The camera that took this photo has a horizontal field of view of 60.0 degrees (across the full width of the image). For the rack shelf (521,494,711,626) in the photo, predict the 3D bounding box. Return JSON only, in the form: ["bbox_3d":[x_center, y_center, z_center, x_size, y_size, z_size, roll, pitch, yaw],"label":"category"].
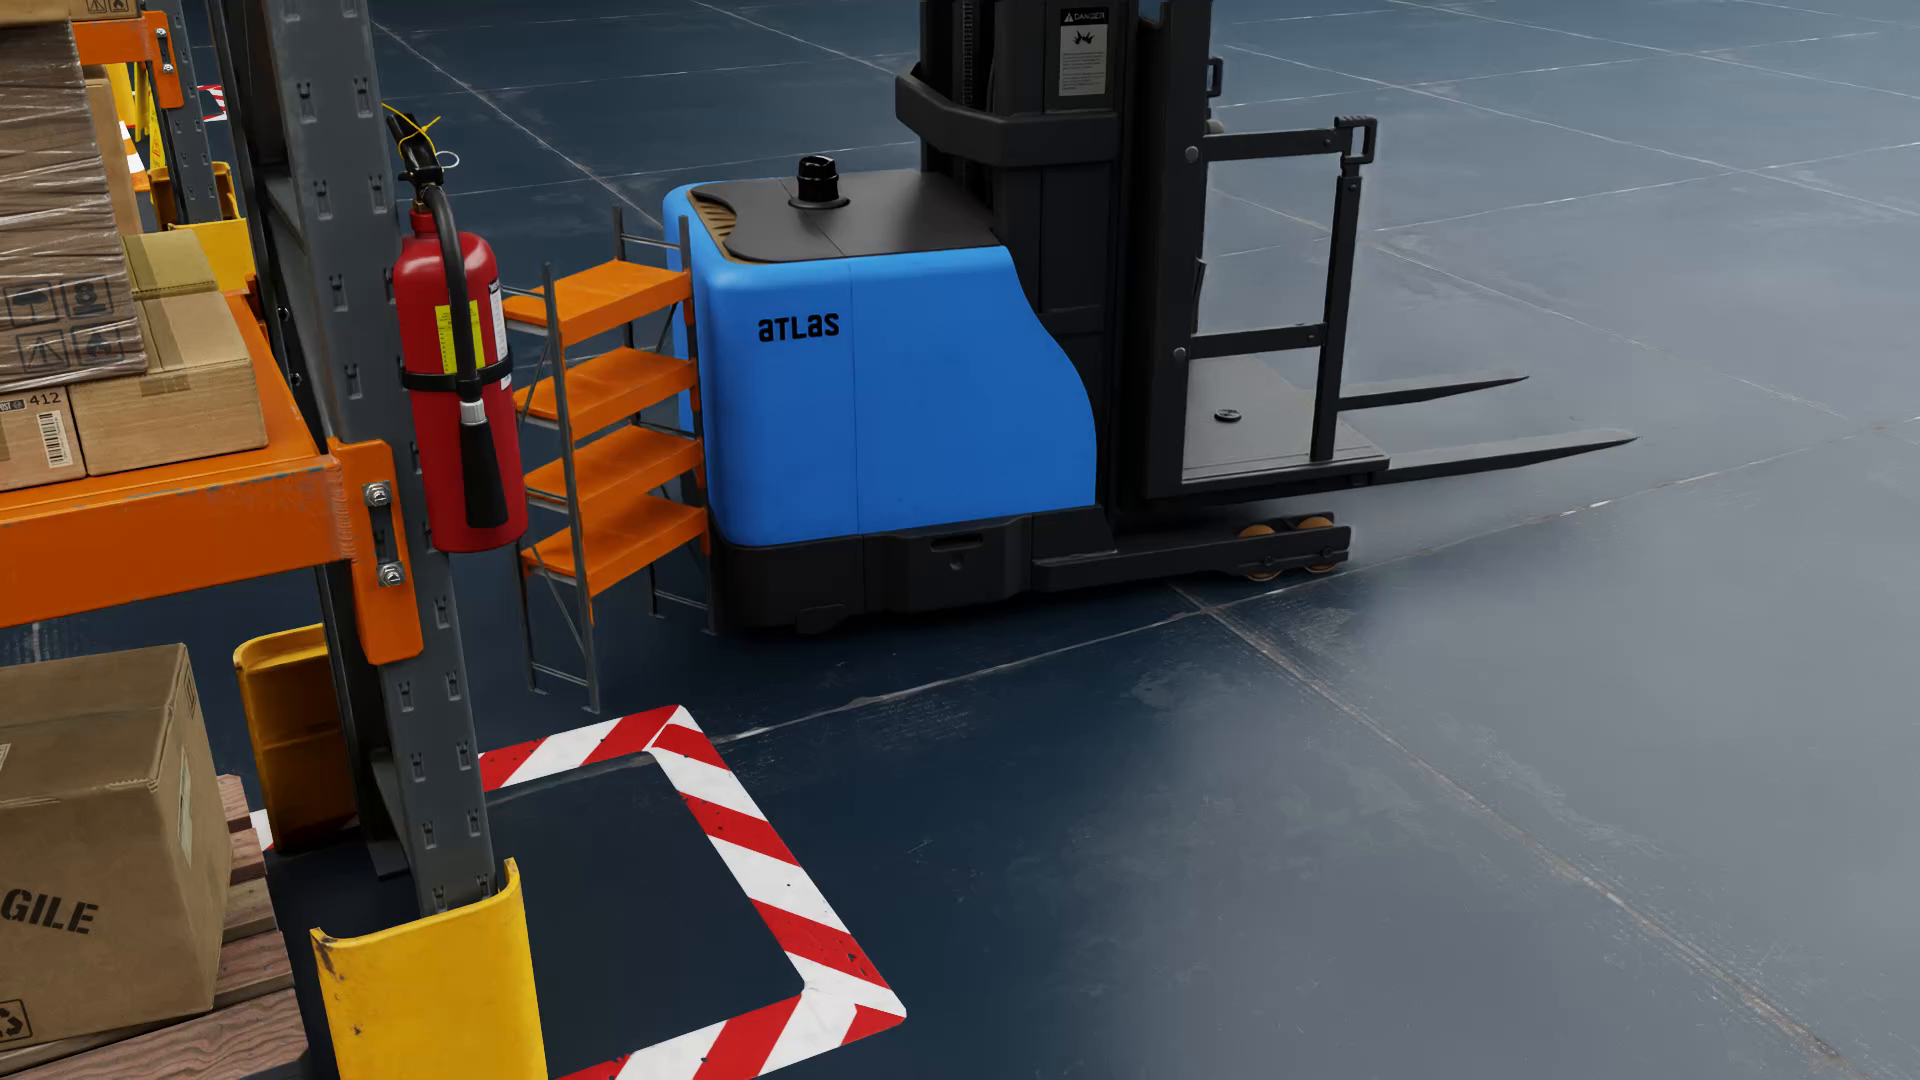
[{"bbox_3d":[-0.913,0.034,4.407,0.258,0.148,0.480,14,29,27],"label":"rack shelf"}]

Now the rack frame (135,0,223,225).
[{"bbox_3d":[-3.343,-2.418,6.821,0.127,3.000,1.000,-13,29,-25],"label":"rack frame"}]

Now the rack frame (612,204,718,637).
[{"bbox_3d":[-0.789,-0.297,4.481,0.240,1.200,0.015,14,29,27],"label":"rack frame"}]

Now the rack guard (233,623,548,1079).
[{"bbox_3d":[-1.165,0.639,3.342,0.348,0.500,1.175,-13,29,-25],"label":"rack guard"}]

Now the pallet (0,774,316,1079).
[{"bbox_3d":[-1.898,0.921,3.088,1.213,0.211,1.003,-13,29,-25],"label":"pallet"}]

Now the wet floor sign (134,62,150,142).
[{"bbox_3d":[-5.090,-2.857,10.455,0.232,0.644,0.267,-4,26,-7],"label":"wet floor sign"}]

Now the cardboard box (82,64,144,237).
[{"bbox_3d":[-3.910,-1.486,6.850,0.875,0.875,0.875,-13,28,-25],"label":"cardboard box"}]

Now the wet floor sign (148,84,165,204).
[{"bbox_3d":[-4.249,-2.119,8.918,0.232,0.644,0.267,-19,31,-34],"label":"wet floor sign"}]

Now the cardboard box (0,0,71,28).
[{"bbox_3d":[-1.467,-0.927,2.101,0.500,0.500,0.500,-13,29,-25],"label":"cardboard box"}]

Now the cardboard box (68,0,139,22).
[{"bbox_3d":[-3.649,-2.393,6.595,0.550,0.550,0.875,-13,29,-25],"label":"cardboard box"}]

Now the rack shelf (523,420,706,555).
[{"bbox_3d":[-0.913,-0.145,4.321,0.258,0.148,0.480,14,29,27],"label":"rack shelf"}]

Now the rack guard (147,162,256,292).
[{"bbox_3d":[-3.322,-1.296,7.373,0.348,0.500,1.175,-13,29,-25],"label":"rack guard"}]

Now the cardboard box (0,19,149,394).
[{"bbox_3d":[-1.596,-0.581,2.536,0.500,0.500,0.875,-13,29,-25],"label":"cardboard box"}]

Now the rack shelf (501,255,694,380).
[{"bbox_3d":[-0.913,-0.560,4.122,0.258,0.148,0.480,14,29,27],"label":"rack shelf"}]

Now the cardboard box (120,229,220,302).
[{"bbox_3d":[-1.462,-0.423,2.956,0.250,0.149,0.380,-13,29,-25],"label":"cardboard box"}]

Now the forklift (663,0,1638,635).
[{"bbox_3d":[0.673,-1.408,4.796,3.031,2.935,1.130,-7,27,-15],"label":"forklift"}]

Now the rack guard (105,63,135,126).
[{"bbox_3d":[-5.828,-3.146,11.225,0.348,0.500,1.175,-13,29,-25],"label":"rack guard"}]

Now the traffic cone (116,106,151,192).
[{"bbox_3d":[-4.711,-2.210,9.318,0.334,0.463,0.336,-13,29,-25],"label":"traffic cone"}]

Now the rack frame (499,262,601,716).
[{"bbox_3d":[-1.038,-0.115,4.103,0.240,1.200,0.015,14,29,27],"label":"rack frame"}]

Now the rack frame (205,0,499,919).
[{"bbox_3d":[-1.098,-0.504,2.833,0.127,3.000,1.000,-13,29,-25],"label":"rack frame"}]

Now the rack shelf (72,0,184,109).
[{"bbox_3d":[-5.107,-1.687,6.129,4.000,0.370,1.077,-13,29,-25],"label":"rack shelf"}]

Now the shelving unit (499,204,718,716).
[{"bbox_3d":[-0.913,-0.206,4.292,0.258,1.200,0.503,14,29,27],"label":"shelving unit"}]

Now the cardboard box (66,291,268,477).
[{"bbox_3d":[-1.252,-0.253,2.602,0.250,0.149,0.380,-13,29,-25],"label":"cardboard box"}]

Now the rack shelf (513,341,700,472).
[{"bbox_3d":[-0.913,-0.347,4.224,0.258,0.148,0.480,14,29,27],"label":"rack shelf"}]

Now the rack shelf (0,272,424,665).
[{"bbox_3d":[-2.863,0.228,2.140,4.000,0.370,1.077,-13,29,-25],"label":"rack shelf"}]

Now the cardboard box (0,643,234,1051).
[{"bbox_3d":[-1.657,0.555,3.032,0.500,0.500,0.500,-8,27,-16],"label":"cardboard box"}]

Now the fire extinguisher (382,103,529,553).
[{"bbox_3d":[-0.780,-0.316,2.532,0.183,0.674,0.296,-13,29,-25],"label":"fire extinguisher"}]

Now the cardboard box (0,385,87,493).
[{"bbox_3d":[-1.473,-0.203,2.497,0.250,0.149,0.380,-13,29,-25],"label":"cardboard box"}]
